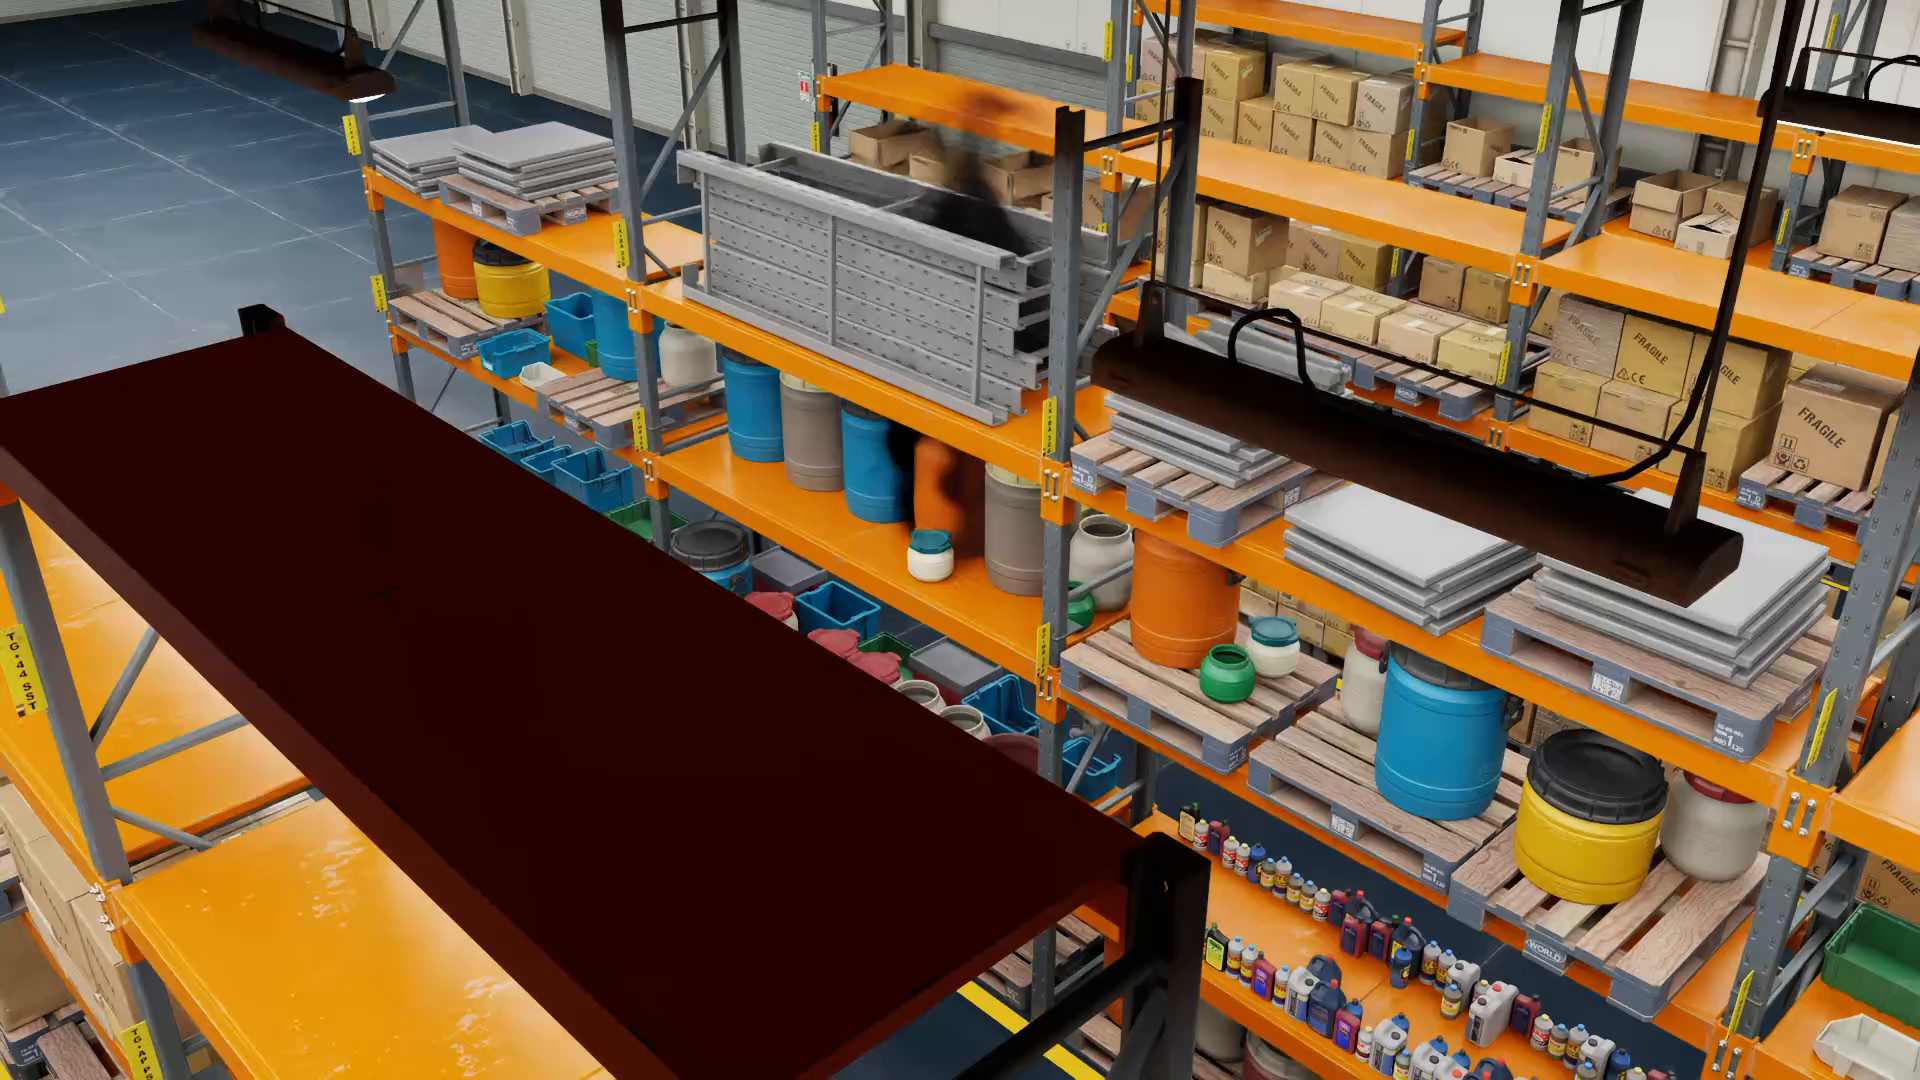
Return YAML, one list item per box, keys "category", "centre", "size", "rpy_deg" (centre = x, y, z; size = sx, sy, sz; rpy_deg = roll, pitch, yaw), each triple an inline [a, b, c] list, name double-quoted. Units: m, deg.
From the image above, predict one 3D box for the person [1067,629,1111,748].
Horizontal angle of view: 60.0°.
- category: "person"
  centre: [1.048, 0.894, 12.909]
  size: [0.665, 1.746, 0.603]
  rpy_deg: [-21, 35, -34]
